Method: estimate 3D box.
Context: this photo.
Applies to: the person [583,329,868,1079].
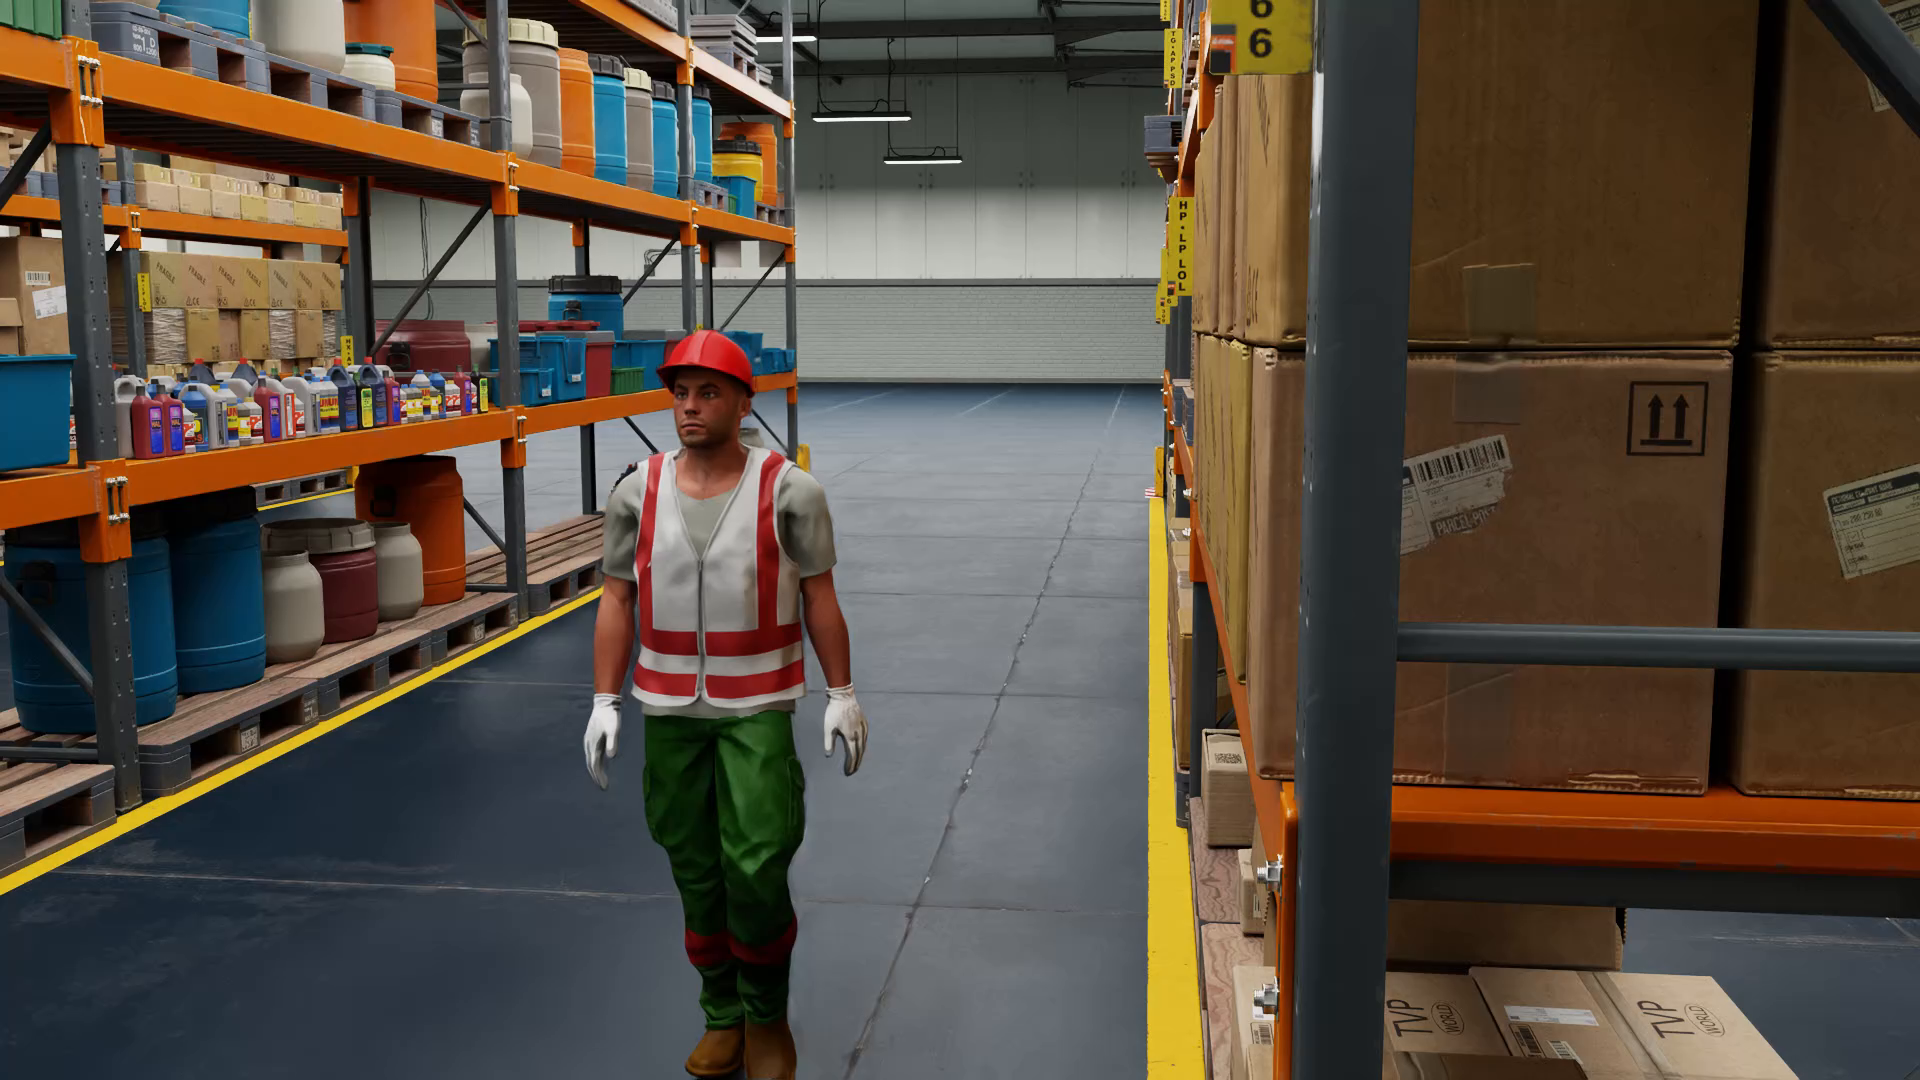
[{"bbox_3d":[-0.552,0.422,3.866,0.630,1.810,0.491,1,8,8],"label":"person"}]
